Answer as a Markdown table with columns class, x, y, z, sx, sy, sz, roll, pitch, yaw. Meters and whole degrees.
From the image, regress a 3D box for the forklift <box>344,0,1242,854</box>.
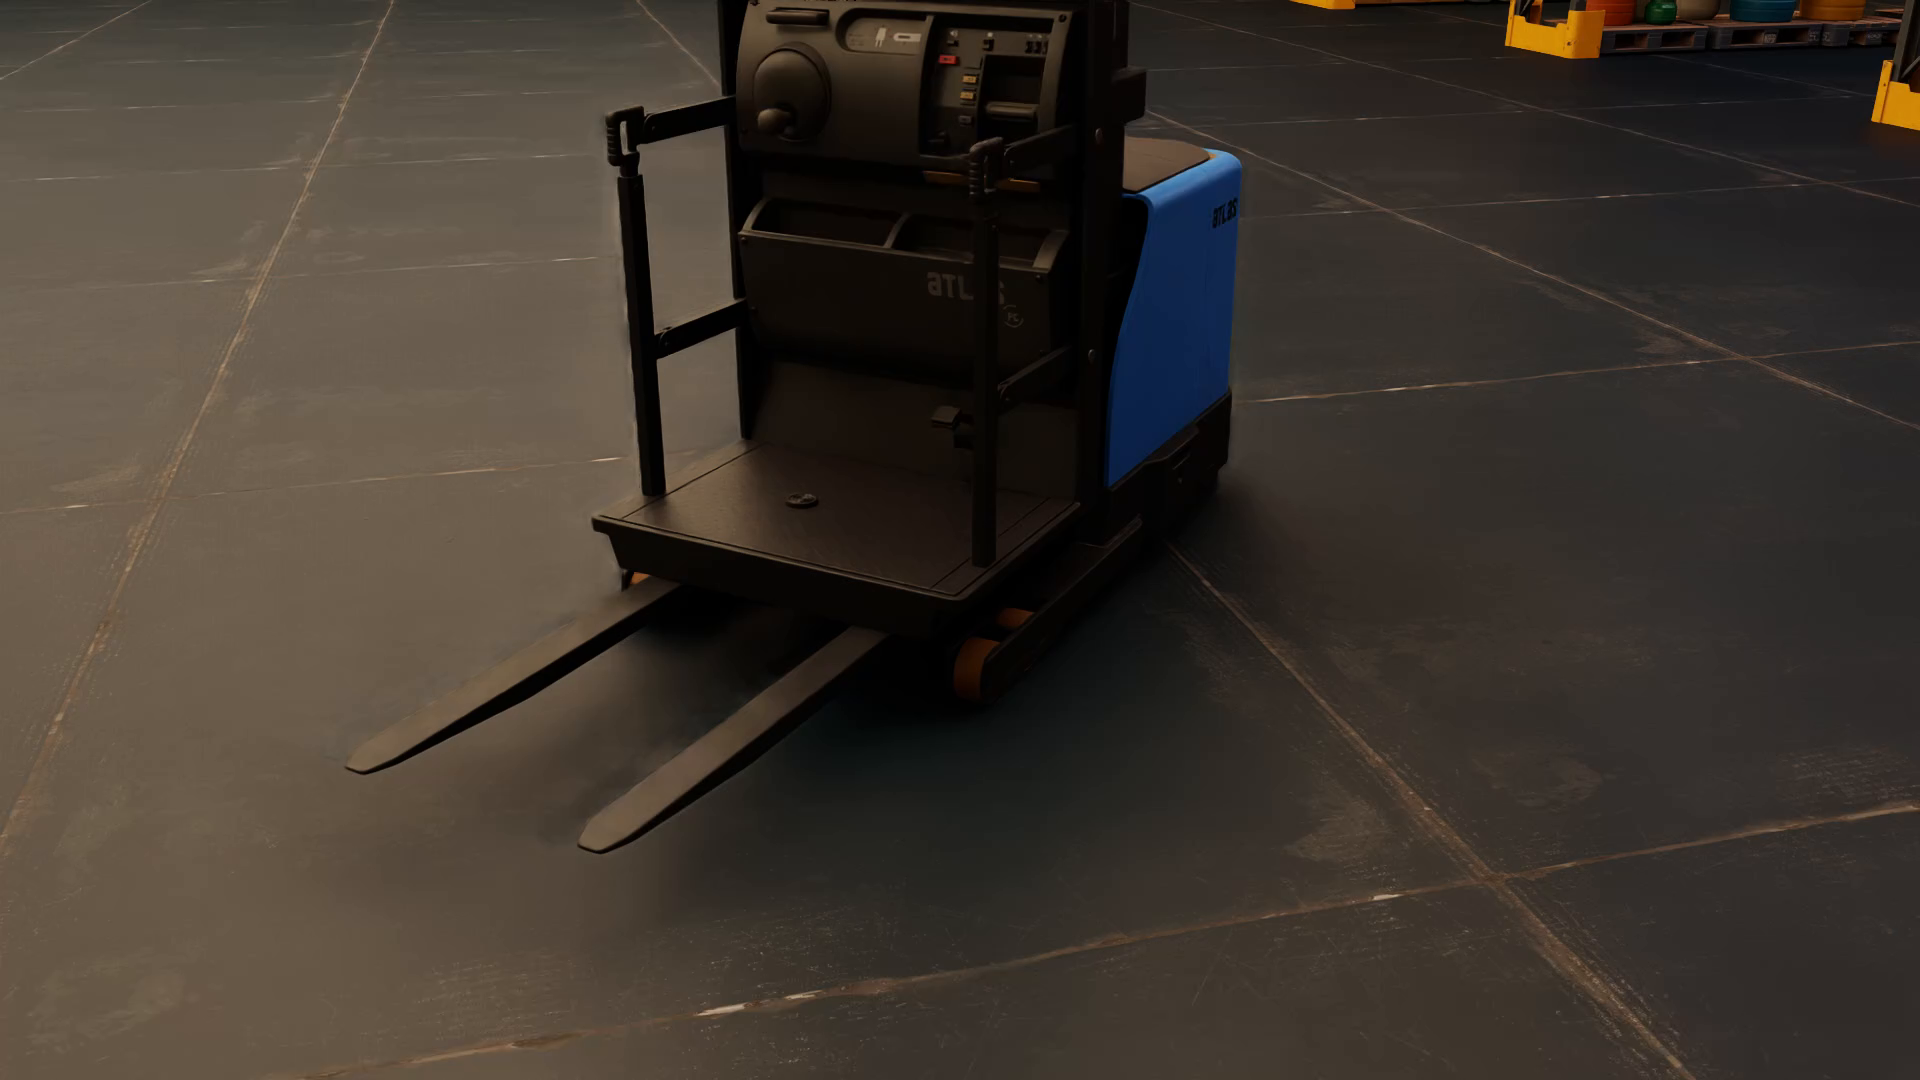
| class | x | y | z | sx | sy | sz | roll | pitch | yaw |
| --- | --- | --- | --- | --- | --- | --- | --- | --- | --- |
| forklift | -0.255 | -1.143 | 3.996 | 1.130 | 2.935 | 3.031 | 12 | 26 | 26 |
